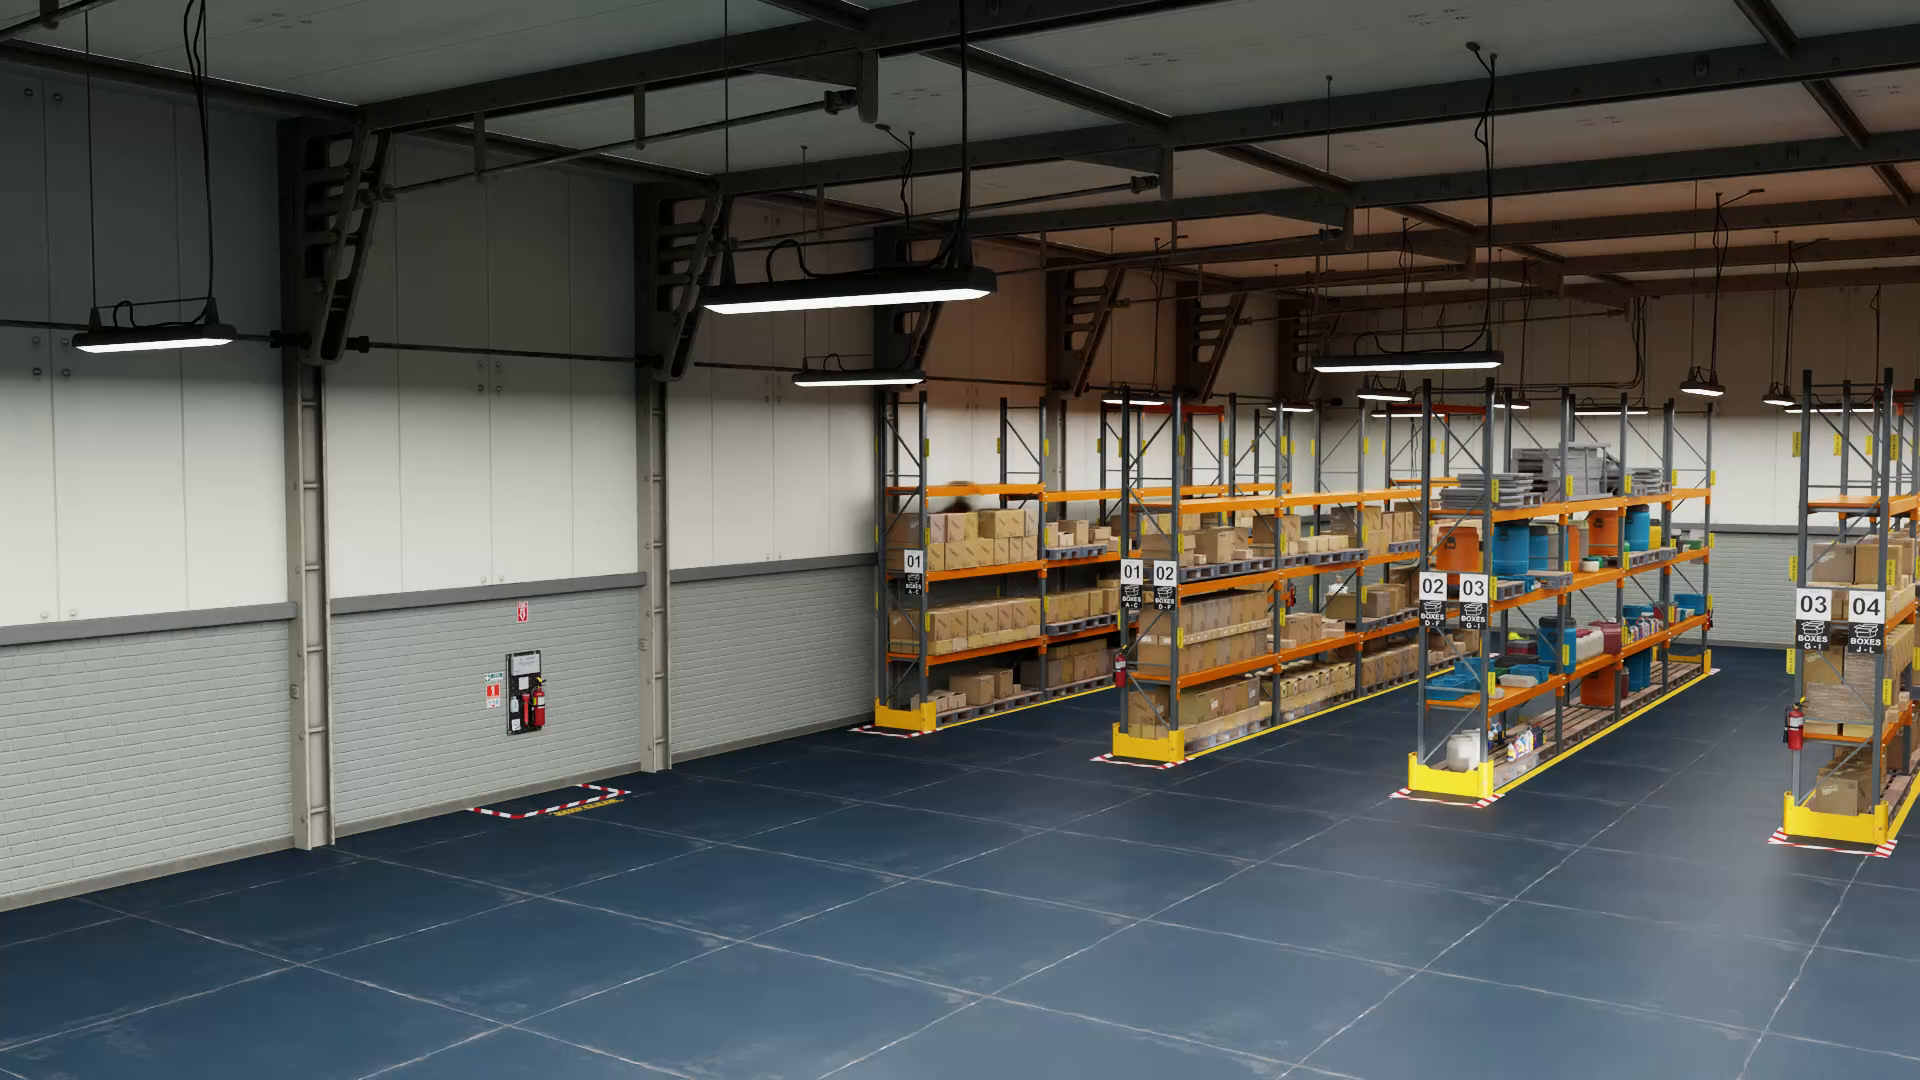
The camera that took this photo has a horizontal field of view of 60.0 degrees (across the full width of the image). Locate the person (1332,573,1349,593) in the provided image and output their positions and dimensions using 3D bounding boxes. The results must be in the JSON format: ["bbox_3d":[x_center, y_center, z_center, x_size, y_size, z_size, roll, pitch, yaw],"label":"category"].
[{"bbox_3d":[10.028,1.736,43.794,0.507,1.727,0.398,0,3,7],"label":"person"}]

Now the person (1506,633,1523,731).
[{"bbox_3d":[9.611,2.490,29.179,0.503,1.755,0.612,3,4,42],"label":"person"}]
